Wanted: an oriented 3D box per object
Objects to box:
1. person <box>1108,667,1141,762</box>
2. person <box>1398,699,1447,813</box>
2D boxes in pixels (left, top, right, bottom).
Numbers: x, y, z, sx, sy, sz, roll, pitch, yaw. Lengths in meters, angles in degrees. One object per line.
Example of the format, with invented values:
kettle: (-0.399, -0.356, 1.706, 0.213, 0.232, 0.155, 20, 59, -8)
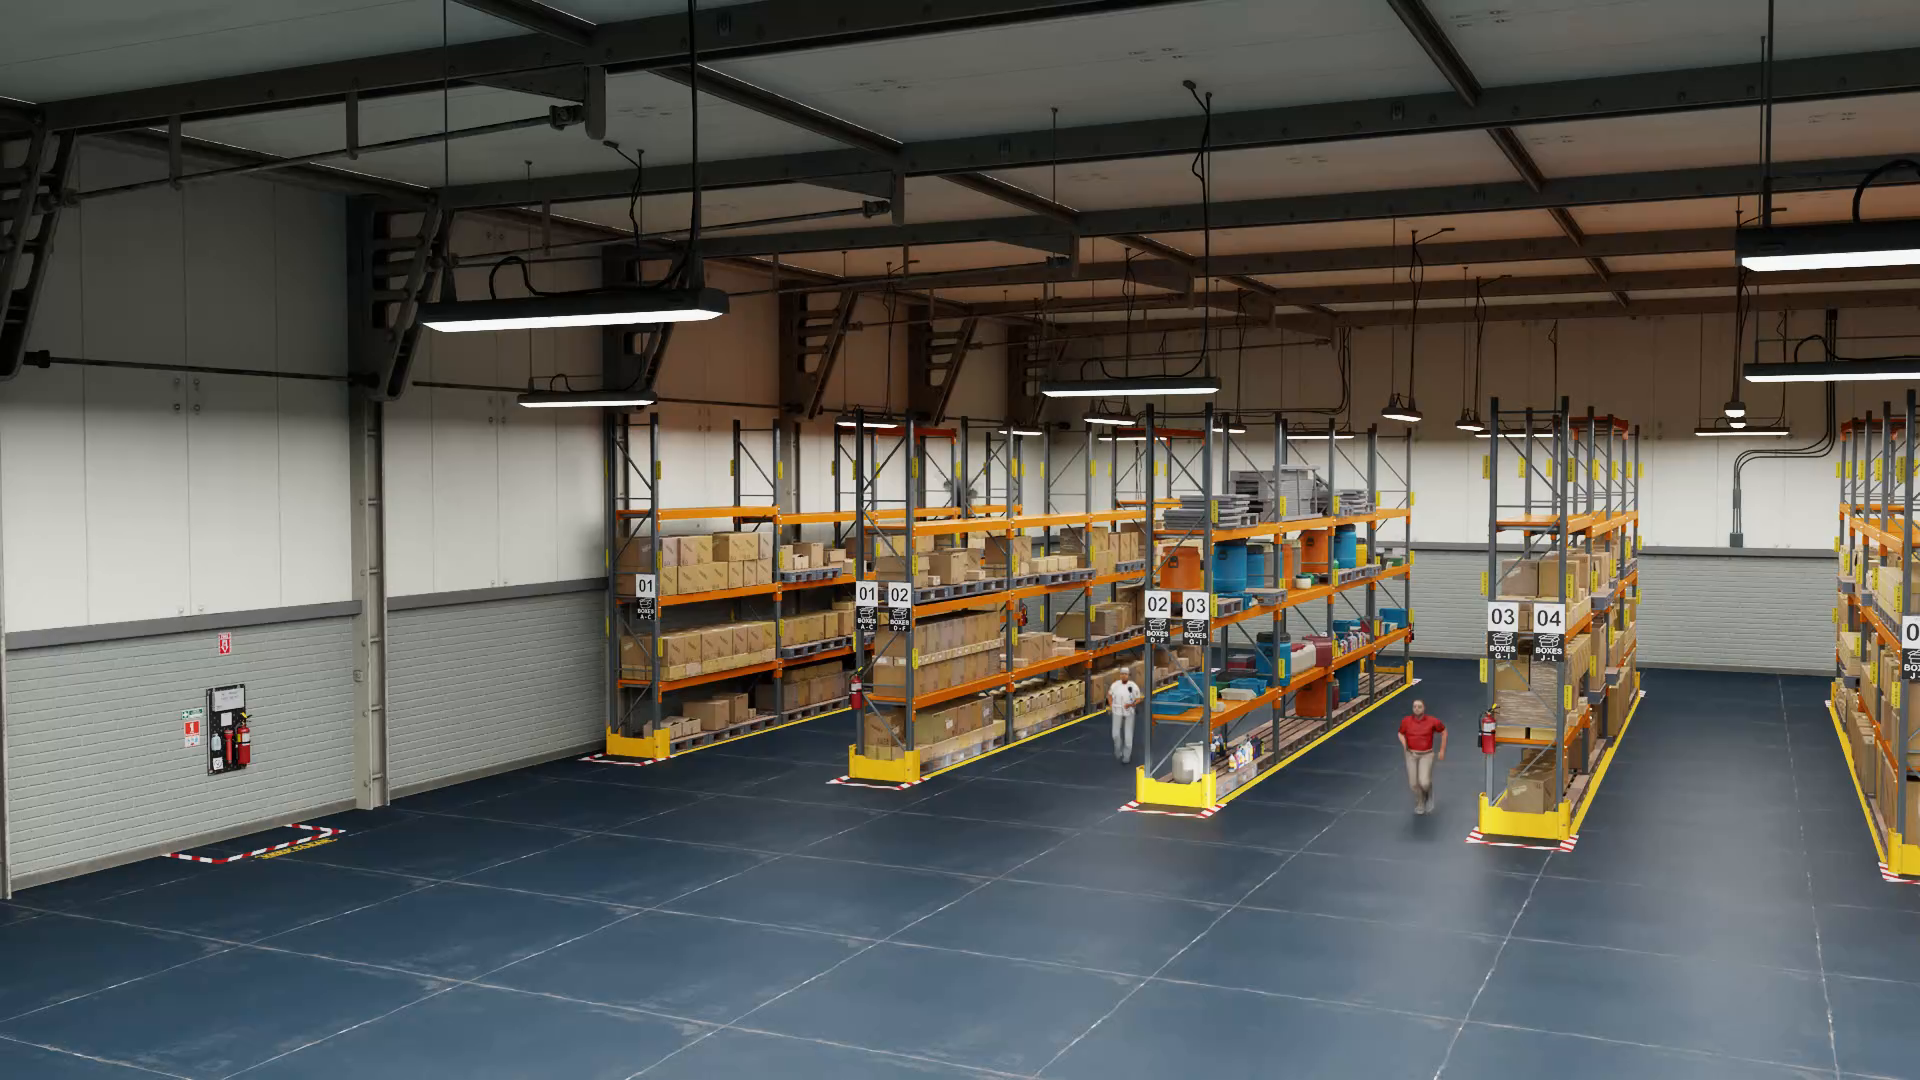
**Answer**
person: (2.787, 2.987, 28.384, 0.593, 1.626, 0.574, 1, 2, 12)
person: (6.675, 3.149, 24.121, 0.668, 1.671, 0.703, 1, 3, 32)
